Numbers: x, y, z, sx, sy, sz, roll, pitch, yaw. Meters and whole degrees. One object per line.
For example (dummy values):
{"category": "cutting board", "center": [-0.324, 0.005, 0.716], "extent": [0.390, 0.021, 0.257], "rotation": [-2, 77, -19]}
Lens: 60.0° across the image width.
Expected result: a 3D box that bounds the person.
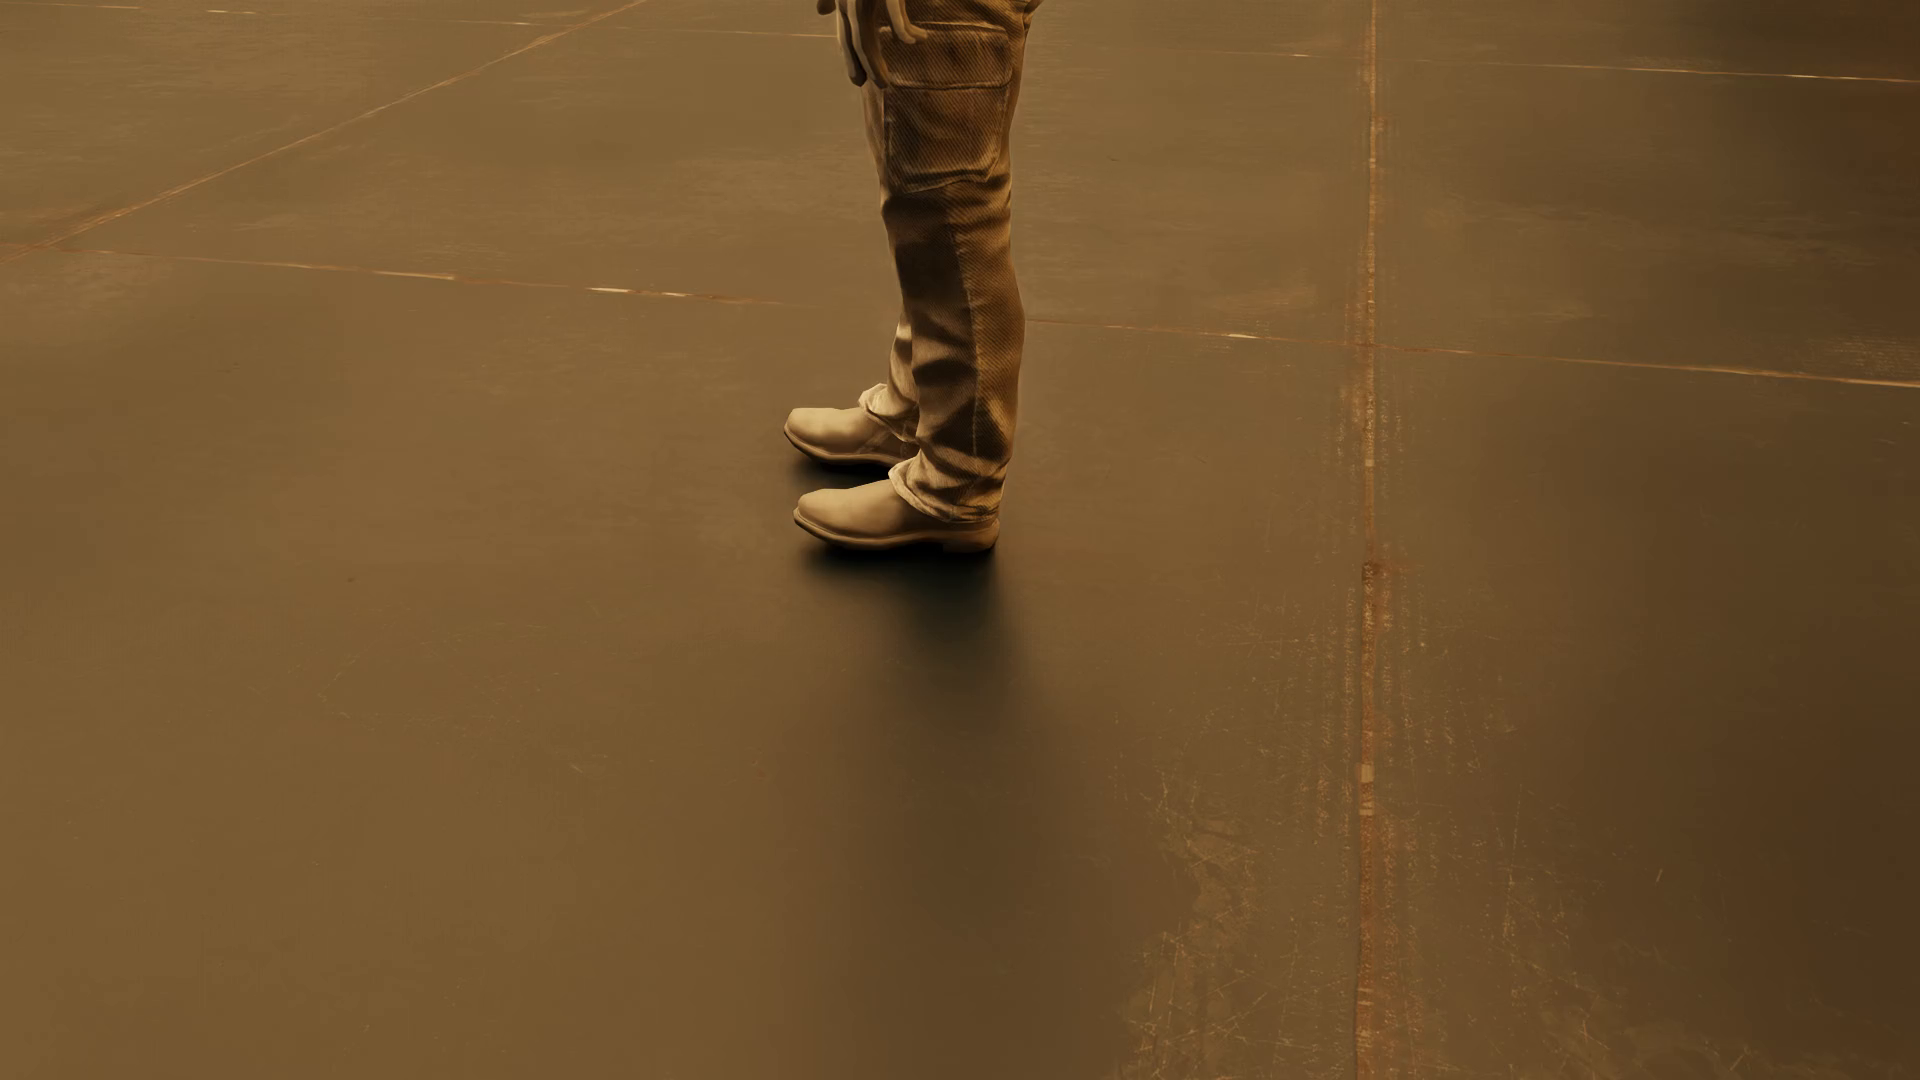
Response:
{"category": "person", "center": [-0.068, -0.814, 2.117], "extent": [0.577, 1.782, 0.656], "rotation": [6, 27, 11]}
